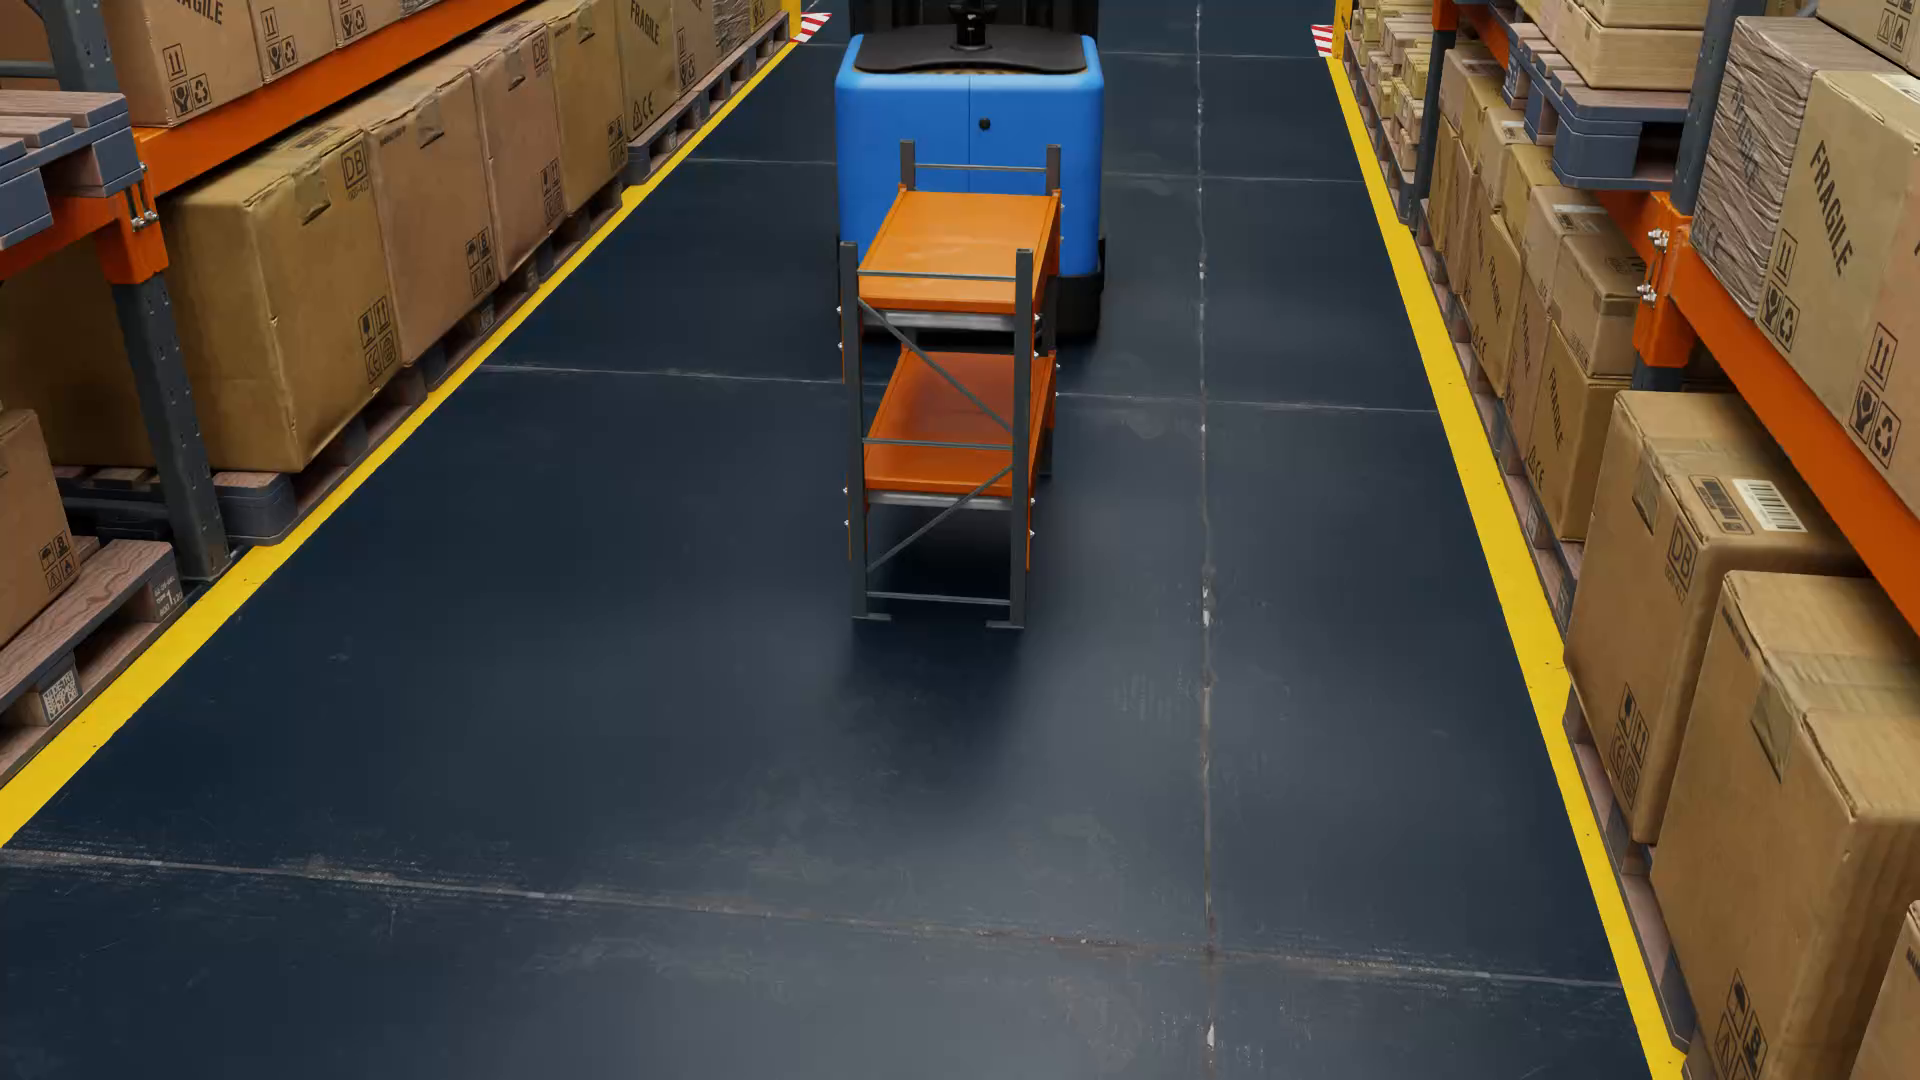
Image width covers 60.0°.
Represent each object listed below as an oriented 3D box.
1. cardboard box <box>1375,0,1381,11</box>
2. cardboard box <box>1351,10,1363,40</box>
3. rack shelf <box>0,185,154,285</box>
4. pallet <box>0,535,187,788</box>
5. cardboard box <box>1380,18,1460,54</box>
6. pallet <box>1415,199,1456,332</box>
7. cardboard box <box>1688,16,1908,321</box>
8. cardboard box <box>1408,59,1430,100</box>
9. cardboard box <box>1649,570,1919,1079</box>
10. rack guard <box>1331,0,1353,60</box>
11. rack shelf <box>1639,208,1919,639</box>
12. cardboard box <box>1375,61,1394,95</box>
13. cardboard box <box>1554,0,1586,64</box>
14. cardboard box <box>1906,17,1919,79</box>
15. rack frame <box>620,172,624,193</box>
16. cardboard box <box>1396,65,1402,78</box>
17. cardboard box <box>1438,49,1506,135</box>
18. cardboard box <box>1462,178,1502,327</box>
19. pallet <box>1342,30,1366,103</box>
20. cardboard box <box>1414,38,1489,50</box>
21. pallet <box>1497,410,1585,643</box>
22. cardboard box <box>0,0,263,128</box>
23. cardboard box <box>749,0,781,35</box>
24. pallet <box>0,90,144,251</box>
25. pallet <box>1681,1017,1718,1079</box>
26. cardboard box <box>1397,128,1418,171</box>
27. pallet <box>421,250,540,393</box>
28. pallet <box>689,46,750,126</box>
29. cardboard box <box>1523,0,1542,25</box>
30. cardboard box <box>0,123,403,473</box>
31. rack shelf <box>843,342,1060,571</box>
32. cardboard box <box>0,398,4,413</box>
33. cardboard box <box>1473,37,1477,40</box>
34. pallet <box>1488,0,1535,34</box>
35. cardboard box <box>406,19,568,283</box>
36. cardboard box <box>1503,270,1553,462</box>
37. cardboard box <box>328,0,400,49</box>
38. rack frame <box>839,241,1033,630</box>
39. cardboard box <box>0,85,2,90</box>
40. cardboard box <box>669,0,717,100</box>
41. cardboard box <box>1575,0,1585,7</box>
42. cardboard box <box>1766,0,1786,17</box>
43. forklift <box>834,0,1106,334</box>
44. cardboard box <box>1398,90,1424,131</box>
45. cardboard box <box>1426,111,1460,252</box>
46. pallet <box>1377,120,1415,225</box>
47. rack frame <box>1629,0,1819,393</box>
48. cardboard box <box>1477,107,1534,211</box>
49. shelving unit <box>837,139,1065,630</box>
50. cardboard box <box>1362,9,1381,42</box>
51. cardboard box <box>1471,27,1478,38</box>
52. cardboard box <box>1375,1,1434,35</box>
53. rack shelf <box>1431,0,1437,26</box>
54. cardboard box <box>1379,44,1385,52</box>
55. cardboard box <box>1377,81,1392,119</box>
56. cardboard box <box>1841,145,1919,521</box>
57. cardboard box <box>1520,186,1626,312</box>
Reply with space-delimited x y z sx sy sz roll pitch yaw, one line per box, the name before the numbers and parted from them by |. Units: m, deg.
cardboard box | 2.734 -3.269 10.090 0.380 0.149 0.250 2 28 4
cardboard box | 2.774 -3.375 10.915 0.380 0.149 0.250 4 29 7
rack shelf | -2.979 0.015 2.818 1.077 0.370 4.000 3 28 6
pallet | -2.831 0.352 4.374 1.003 0.211 1.213 3 28 6
cardboard box | 2.538 -2.783 9.189 0.380 0.149 0.250 2 28 4
pallet | 2.572 -1.196 7.248 1.003 0.211 1.213 3 28 6
cardboard box | 1.853 -0.756 3.385 0.500 0.500 0.500 4 29 7
cardboard box | 2.443 -2.287 8.269 0.380 0.149 0.250 4 29 7
cardboard box | 1.908 0.591 2.919 1.050 0.750 0.750 4 29 7
rack guard | 3.147 -3.537 11.288 1.175 0.500 0.348 3 28 6
rack shelf | 1.931 0.351 2.195 1.077 0.370 4.000 3 28 6
cardboard box | 2.598 -2.646 9.562 0.380 0.149 0.250 3 28 6
cardboard box | 1.812 -1.358 4.429 0.380 0.149 0.250 3 28 6
cardboard box | 2.050 -0.943 2.678 0.700 0.500 0.500 3 28 5
rack frame | -2.244 -3.126 7.890 1.000 3.000 0.127 3 28 6
cardboard box | 2.565 -2.507 8.990 0.380 0.149 0.250 4 29 7
cardboard box | 2.313 -1.872 6.965 0.500 0.250 0.500 2 28 4
cardboard box | 2.198 -1.046 6.221 0.500 0.500 0.500 4 29 7
pallet | 3.012 -3.030 10.651 1.003 0.211 1.213 3 28 6
cardboard box | 2.576 -2.522 8.705 0.380 0.149 0.250 4 29 8
pallet | 2.273 -0.048 5.116 1.003 0.211 1.213 3 28 6
cardboard box | -2.405 -1.500 4.767 0.500 0.500 0.500 4 29 8
cardboard box | -1.753 -3.953 11.222 0.875 0.875 0.875 3 28 6
pallet | -2.716 -0.817 3.807 1.213 0.211 1.003 3 28 6
pallet | 1.853 1.259 2.690 1.003 0.211 1.213 3 28 6
cardboard box | 2.376 -1.925 8.223 0.380 0.149 0.250 4 29 7
pallet | -2.411 -0.955 6.800 1.003 0.211 1.213 3 28 6
pallet | -1.926 -2.828 10.277 1.003 0.211 1.213 3 28 6
cardboard box | 1.878 -1.596 4.871 0.380 0.149 0.250 3 28 6
cardboard box | -2.629 -0.816 5.400 1.225 0.875 0.875 2 28 4
rack shelf | 0.001 -0.283 5.105 0.538 0.278 1.000 3 28 6
cardboard box | -2.787 -0.350 4.117 0.500 0.250 0.500 4 29 8
cardboard box | 3.262 -2.980 9.868 0.380 0.149 0.250 4 29 7
pallet | 2.378 -1.757 5.551 1.003 0.211 1.213 3 28 6
cardboard box | -2.411 -1.653 6.952 1.225 0.875 0.875 2 28 4
cardboard box | 2.065 -0.561 5.322 0.500 0.500 0.500 4 29 8
cardboard box | -2.284 -1.985 5.666 0.500 0.500 0.500 3 28 5
rack frame | -0.061 -0.259 4.545 0.500 1.125 0.032 3 28 6
cardboard box | -2.920 -1.534 4.829 0.500 0.500 0.500 4 29 8
cardboard box | -1.974 -3.105 9.649 0.875 0.875 0.875 3 28 6
cardboard box | 1.816 -1.498 4.376 0.380 0.149 0.250 4 29 8
cardboard box | 2.528 -1.561 4.807 0.380 0.149 0.250 5 29 9
forklift | 0.067 -2.770 7.302 1.130 2.935 3.031 1 28 1
cardboard box | 2.410 -2.146 8.320 0.380 0.149 0.250 2 28 4
cardboard box | 2.312 -1.542 7.143 0.500 0.500 0.500 4 29 8
pallet | 2.713 -1.881 8.519 1.003 0.211 1.213 3 28 6
rack frame | 2.176 -0.908 3.772 1.000 3.000 0.127 3 28 6
cardboard box | 2.184 -1.382 6.054 0.500 0.250 0.500 4 29 8
shelving unit | 0.001 -0.498 4.989 0.538 1.125 1.048 3 28 6
cardboard box | 2.666 -3.142 10.169 0.380 0.149 0.250 4 29 8
cardboard box | 3.135 -2.991 9.576 0.380 0.149 0.250 2 28 4
cardboard box | 2.613 -3.017 9.624 0.380 0.149 0.250 4 29 7
rack shelf | 2.911 -3.415 9.185 1.077 0.370 4.000 3 28 6
cardboard box | 2.723 -2.890 10.015 0.380 0.149 0.250 3 29 6
cardboard box | 2.503 -2.412 9.127 0.380 0.149 0.250 3 28 6
cardboard box | 1.731 -0.279 2.500 0.500 0.500 0.500 3 28 6
cardboard box | 2.051 -0.898 5.156 0.500 0.250 0.500 4 29 7
